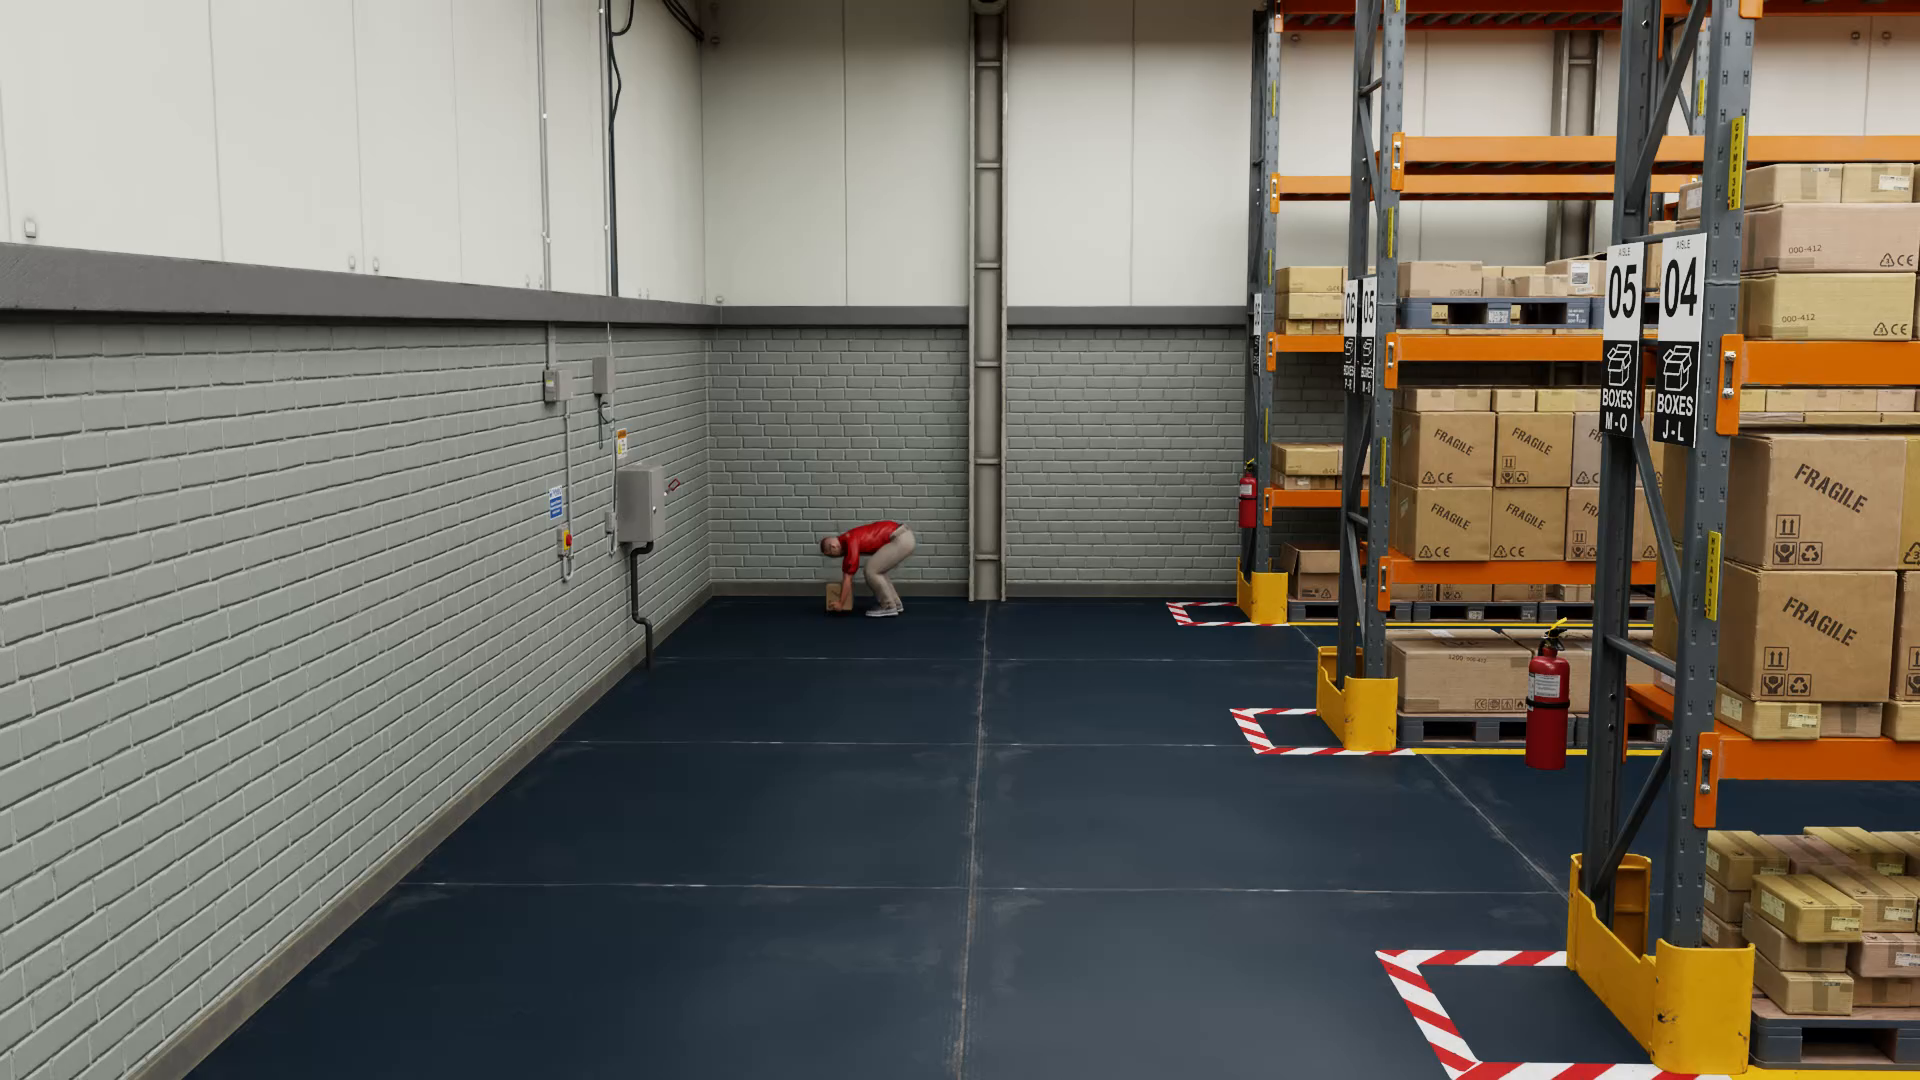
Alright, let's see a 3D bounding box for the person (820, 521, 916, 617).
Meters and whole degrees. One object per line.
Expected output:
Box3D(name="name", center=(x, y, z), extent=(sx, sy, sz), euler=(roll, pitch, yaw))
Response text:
Box3D(name="person", center=(-0.920, 0.286, 16.687), extent=(0.956, 0.949, 0.521), euler=(0, 7, -2))
